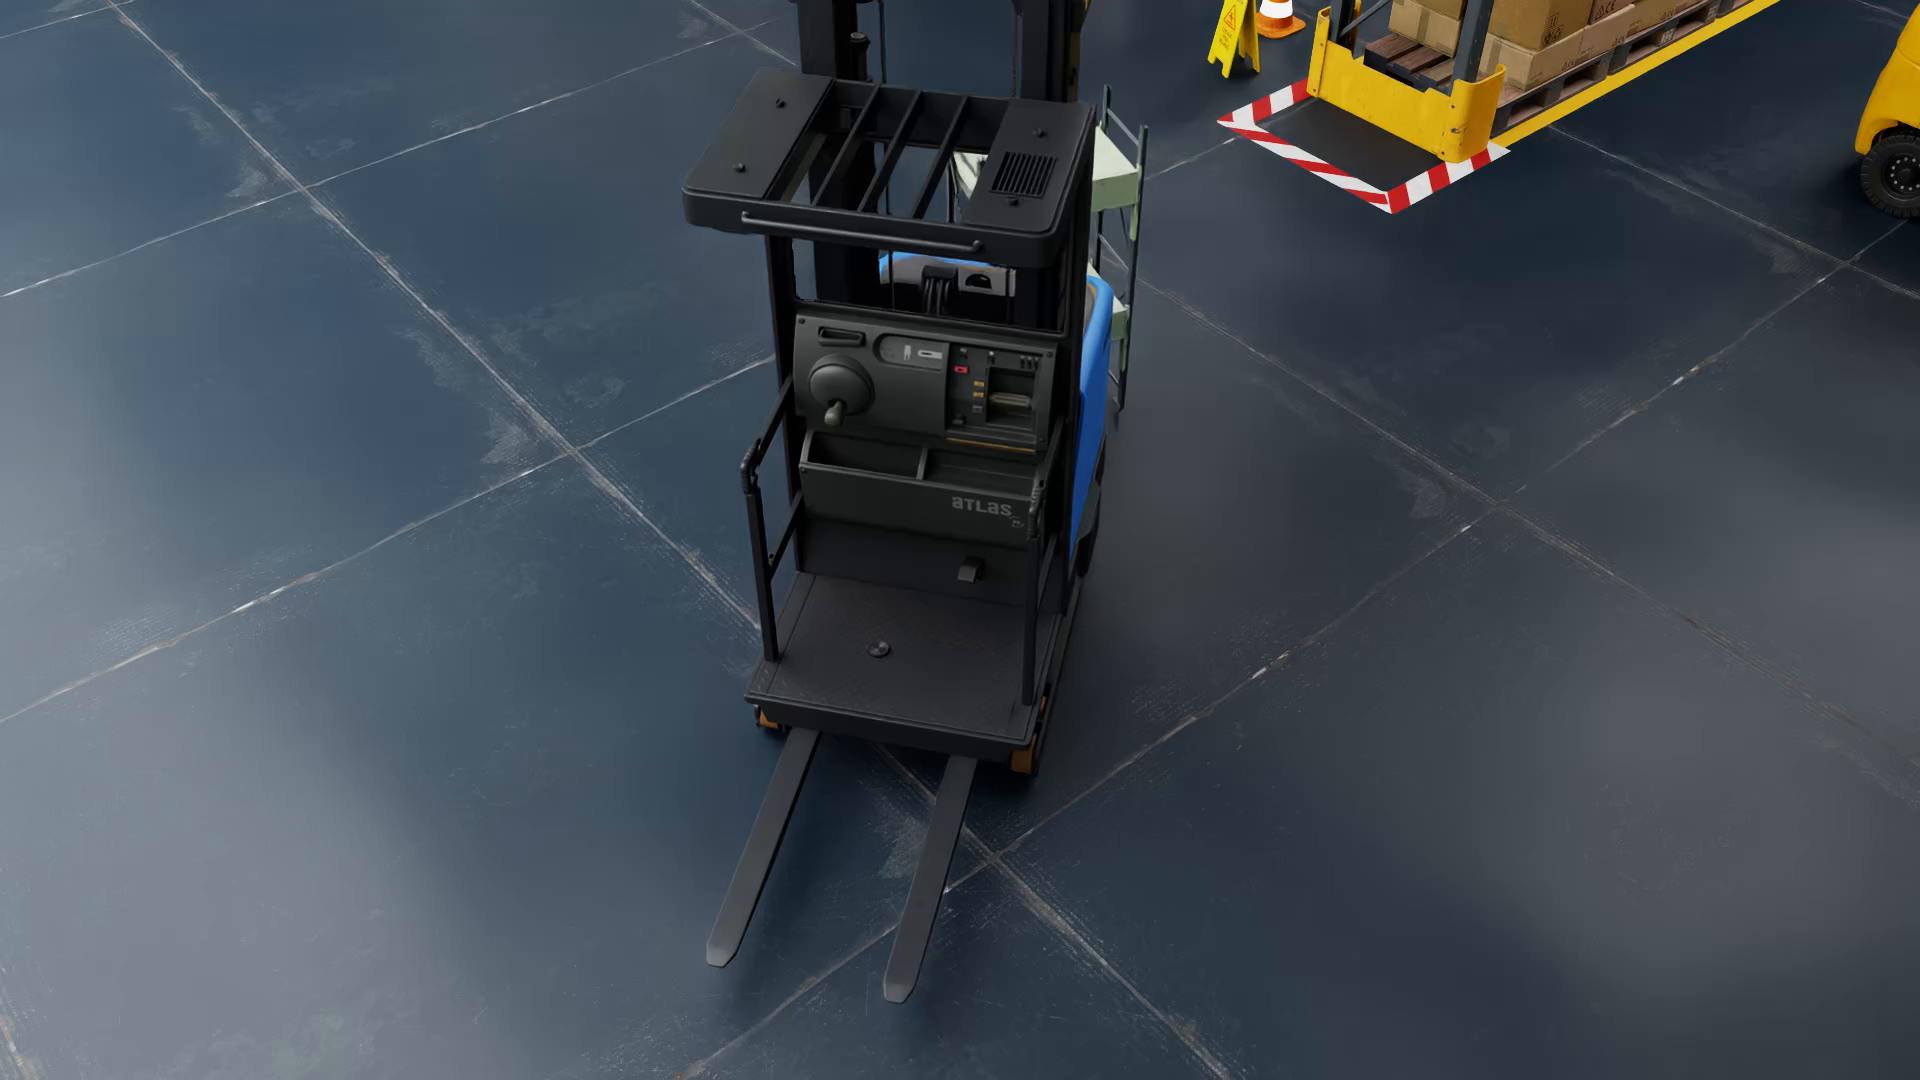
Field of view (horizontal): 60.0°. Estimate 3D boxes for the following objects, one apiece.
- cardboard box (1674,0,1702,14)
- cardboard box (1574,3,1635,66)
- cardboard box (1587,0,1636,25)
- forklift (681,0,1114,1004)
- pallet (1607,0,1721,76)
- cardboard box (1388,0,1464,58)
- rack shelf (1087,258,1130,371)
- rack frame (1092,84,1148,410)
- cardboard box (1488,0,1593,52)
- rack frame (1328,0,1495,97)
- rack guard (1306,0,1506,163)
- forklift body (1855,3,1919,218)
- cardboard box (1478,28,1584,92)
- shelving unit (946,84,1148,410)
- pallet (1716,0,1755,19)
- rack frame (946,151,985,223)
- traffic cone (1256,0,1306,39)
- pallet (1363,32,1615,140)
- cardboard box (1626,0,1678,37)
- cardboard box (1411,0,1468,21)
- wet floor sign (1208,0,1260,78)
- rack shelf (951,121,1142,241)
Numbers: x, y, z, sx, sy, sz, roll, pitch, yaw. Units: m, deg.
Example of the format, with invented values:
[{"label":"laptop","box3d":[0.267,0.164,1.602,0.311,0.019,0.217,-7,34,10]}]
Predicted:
[{"label":"cardboard box","box3d":[4.549,-3.650,10.701,0.500,0.250,0.500,-29,50,-27]},{"label":"cardboard box","box3d":[3.750,-3.184,10.204,0.500,0.250,0.500,-28,50,-27]},{"label":"cardboard box","box3d":[3.770,-3.479,9.971,0.500,0.500,0.500,-32,52,-29]},{"label":"forklift","box3d":[-0.175,-0.466,5.659,1.130,2.935,3.031,9,44,9]},{"label":"pallet","box3d":[4.197,-3.492,10.867,1.213,0.211,1.003,-30,51,-28]},{"label":"cardboard box","box3d":[3.023,-3.261,10.287,0.500,0.250,0.500,-30,51,-28]},{"label":"rack shelf","box3d":[0.364,-0.974,7.722,0.720,0.370,0.431,-15,45,-15]},{"label":"rack frame","box3d":[0.706,-1.301,7.593,0.023,1.500,0.400,-15,45,-15]},{"label":"cardboard box","box3d":[3.371,-3.248,9.724,0.500,0.500,0.500,-32,52,-29]},{"label":"rack frame","box3d":[2.557,-3.604,8.949,0.127,3.000,1.000,-30,51,-28]},{"label":"rack guard","box3d":[2.616,-2.726,9.841,0.348,0.500,1.175,-30,51,-28]},{"label":"forklift body","box3d":[6.029,-2.480,8.373,1.214,2.155,2.313,-30,51,-28]},{"label":"cardboard box","box3d":[3.354,-2.963,9.970,0.500,0.250,0.500,-30,51,-28]},{"label":"shelving unit","box3d":[0.364,-1.212,7.498,0.755,1.500,0.431,-15,45,-15]},{"label":"pallet","box3d":[5.133,-4.030,11.441,1.213,0.211,1.003,-30,51,-28]},{"label":"rack frame","box3d":[0.022,-1.123,7.404,0.023,1.500,0.400,-15,45,-15]},{"label":"traffic cone","box3d":[2.060,-3.545,10.740,0.334,0.463,0.336,-30,51,-28]},{"label":"pallet","box3d":[3.262,-2.959,10.300,1.213,0.211,1.003,-30,51,-28]},{"label":"cardboard box","box3d":[4.160,-3.430,10.466,0.500,0.250,0.500,-26,49,-25]},{"label":"cardboard box","box3d":[3.005,-3.517,10.011,0.500,0.500,0.500,-29,51,-28]},{"label":"wet floor sign","box3d":[1.725,-3.224,10.265,0.232,0.644,0.267,-14,45,-14]},{"label":"rack shelf","box3d":[0.364,-1.496,7.231,0.720,0.370,0.431,-15,45,-15]}]
